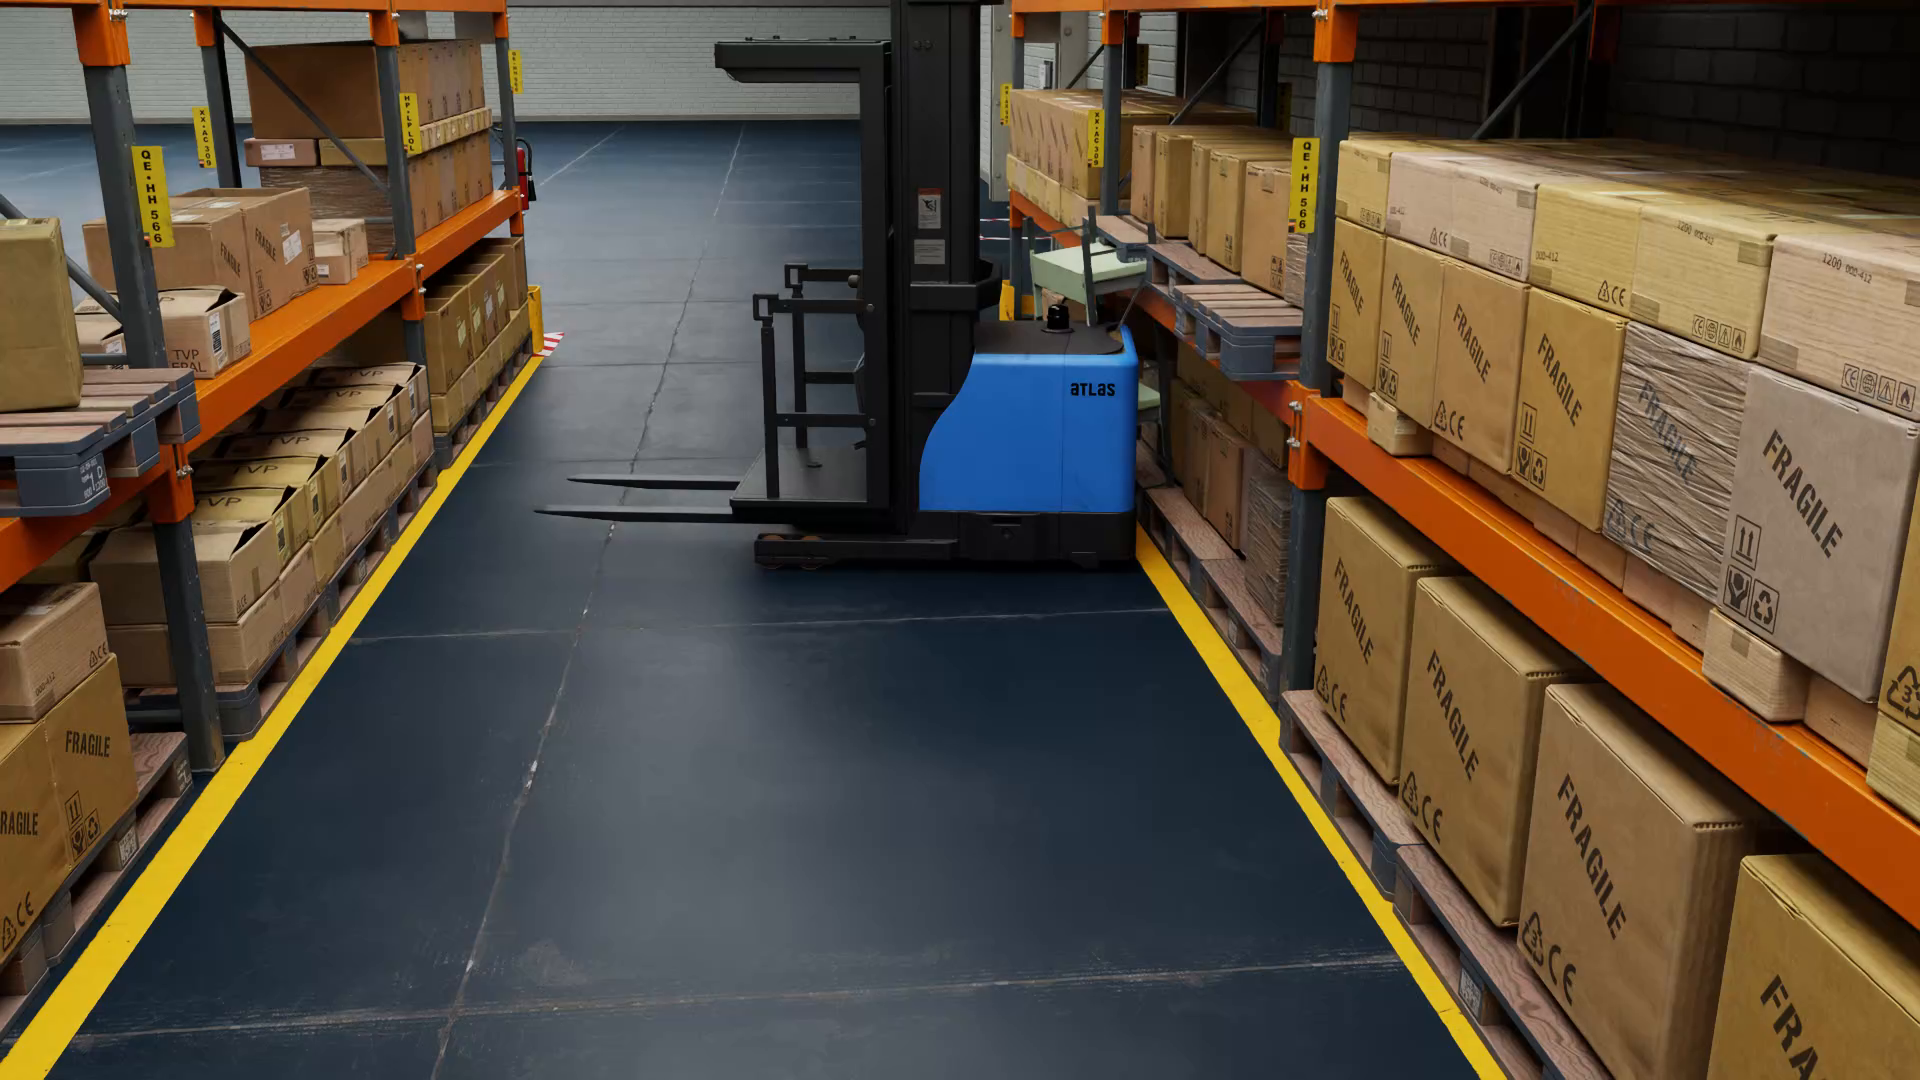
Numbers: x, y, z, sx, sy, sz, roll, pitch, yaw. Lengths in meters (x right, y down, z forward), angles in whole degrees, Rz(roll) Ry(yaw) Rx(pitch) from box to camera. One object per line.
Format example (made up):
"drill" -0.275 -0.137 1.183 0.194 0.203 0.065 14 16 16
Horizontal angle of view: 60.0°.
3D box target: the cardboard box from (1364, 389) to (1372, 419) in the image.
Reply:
"cardboard box" 1.564 -0.452 5.495 0.380 0.149 0.250 -2 17 -5

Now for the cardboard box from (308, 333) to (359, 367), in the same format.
"cardboard box" -3.901 -1.307 10.471 0.500 0.500 0.500 -2 18 -6

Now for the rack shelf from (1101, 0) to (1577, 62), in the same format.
"rack shelf" 1.537 -2.427 7.592 1.077 0.370 4.000 -2 18 -6

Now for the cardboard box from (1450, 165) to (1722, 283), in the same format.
"cardboard box" 1.645 -0.848 4.420 0.500 0.250 0.500 -2 18 -5

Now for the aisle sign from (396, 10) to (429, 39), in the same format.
"aisle sign" -4.320 -4.223 12.779 0.394 0.787 0.004 -2 18 -6

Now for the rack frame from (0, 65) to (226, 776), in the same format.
"rack frame" -3.183 -0.589 5.544 1.000 3.000 0.127 -2 18 -6

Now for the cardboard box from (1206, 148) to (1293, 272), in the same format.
"cardboard box" 1.534 -1.511 7.580 0.700 0.500 0.500 -2 18 -6

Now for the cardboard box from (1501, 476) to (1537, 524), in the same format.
"cardboard box" 1.707 -0.145 4.516 0.380 0.149 0.250 -2 17 -5

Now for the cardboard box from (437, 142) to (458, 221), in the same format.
"cardboard box" -3.811 -2.419 11.208 0.700 0.500 0.500 -1 17 -4

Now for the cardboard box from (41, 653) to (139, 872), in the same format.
"cardboard box" -2.853 0.665 4.988 0.500 0.500 0.500 -1 17 -3

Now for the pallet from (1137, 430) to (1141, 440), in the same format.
"pallet" 1.226 -0.803 10.883 1.003 0.211 1.213 -2 18 -6

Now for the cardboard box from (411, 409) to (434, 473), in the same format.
"cardboard box" -3.265 -0.554 9.324 0.500 0.250 0.500 -2 18 -6

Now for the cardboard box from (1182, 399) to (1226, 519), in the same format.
"cardboard box" 1.539 -0.427 8.469 0.700 0.500 0.500 -2 17 -5

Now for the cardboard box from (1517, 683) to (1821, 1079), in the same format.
"cardboard box" 1.865 0.820 3.946 0.750 0.750 0.750 -1 17 -4

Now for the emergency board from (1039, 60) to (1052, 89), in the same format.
"emergency board" 1.015 -5.469 21.091 0.194 1.169 0.643 -2 18 -6

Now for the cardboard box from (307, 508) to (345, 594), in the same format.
"cardboard box" -3.058 0.053 7.389 0.500 0.250 0.500 -2 18 -7

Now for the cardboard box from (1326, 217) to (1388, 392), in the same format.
"cardboard box" 1.539 -0.789 5.486 0.500 0.500 0.500 -1 17 -4

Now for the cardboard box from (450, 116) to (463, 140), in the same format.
"cardboard box" -3.645 -2.836 11.452 0.380 0.149 0.250 -1 17 -4

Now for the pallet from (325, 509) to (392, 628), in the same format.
"pallet" -3.352 0.133 7.902 1.003 0.211 1.213 -2 18 -6

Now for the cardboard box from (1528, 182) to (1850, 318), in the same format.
"cardboard box" 1.704 -0.696 3.936 0.500 0.250 0.500 -2 18 -7

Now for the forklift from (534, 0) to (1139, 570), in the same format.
"forklift" -0.625 -1.408 8.269 3.031 2.935 1.130 1 17 3

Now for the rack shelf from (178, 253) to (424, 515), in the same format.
"rack shelf" -3.390 -0.841 7.550 1.077 0.370 4.000 -2 18 -6

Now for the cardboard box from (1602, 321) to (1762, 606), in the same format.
"cardboard box" 1.752 -0.182 3.551 0.500 0.500 0.500 -2 18 -6

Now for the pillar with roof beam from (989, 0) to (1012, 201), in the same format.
"pillar with roof beam" -3.669 -9.249 23.114 9.100 9.000 0.400 -2 18 -6

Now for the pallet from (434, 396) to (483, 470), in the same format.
"pallet" -3.636 -0.688 10.517 1.003 0.211 1.213 -2 18 -6

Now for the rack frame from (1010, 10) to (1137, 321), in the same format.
"rack frame" 0.918 -3.126 13.627 1.000 3.000 0.127 -2 18 -6

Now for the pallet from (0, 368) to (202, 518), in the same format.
"pallet" -3.044 -0.297 4.937 1.213 0.211 1.003 -2 18 -6

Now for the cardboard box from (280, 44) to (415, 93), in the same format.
"cardboard box" -3.701 -2.730 10.031 0.700 0.500 0.500 -2 18 -6

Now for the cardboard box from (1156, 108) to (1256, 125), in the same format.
"cardboard box" 1.490 -2.377 10.205 0.500 0.500 0.500 -2 18 -7

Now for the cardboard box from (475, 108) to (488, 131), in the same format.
"cardboard box" -3.751 -3.143 12.432 0.380 0.149 0.250 -1 17 -4

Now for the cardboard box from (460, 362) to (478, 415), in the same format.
"cardboard box" -3.389 -0.965 10.634 0.500 0.250 0.500 -2 18 -6

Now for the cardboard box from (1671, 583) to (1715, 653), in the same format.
"cardboard box" 1.763 0.163 3.538 0.380 0.149 0.250 -2 18 -6

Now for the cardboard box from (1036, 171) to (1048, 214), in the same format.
"cardboard box" 0.817 -2.452 11.697 0.500 0.250 0.500 -2 18 -5

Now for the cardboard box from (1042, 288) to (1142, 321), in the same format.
"cardboard box" 0.985 -1.545 12.028 0.700 0.500 0.500 -3 18 -9

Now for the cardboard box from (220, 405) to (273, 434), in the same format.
"cardboard box" -3.700 -0.502 8.222 0.500 0.311 0.500 -2 18 -7

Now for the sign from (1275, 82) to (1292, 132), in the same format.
"sign" 1.883 -2.505 9.716 0.100 0.325 0.005 -2 18 -6

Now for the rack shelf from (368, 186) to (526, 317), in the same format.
"rack shelf" -3.802 -2.033 11.346 1.077 0.370 4.000 -2 18 -6

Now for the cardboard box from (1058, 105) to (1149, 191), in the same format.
"cardboard box" 0.917 -2.510 10.630 0.500 0.500 0.500 -2 18 -6

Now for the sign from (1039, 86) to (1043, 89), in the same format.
"sign" 1.052 -5.906 21.536 0.001 0.109 0.331 -2 18 -6

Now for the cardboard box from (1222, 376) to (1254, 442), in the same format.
"cardboard box" 1.563 -0.656 7.944 0.500 0.250 0.500 -2 18 -6

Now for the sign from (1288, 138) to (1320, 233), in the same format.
"sign" 1.205 -1.238 5.811 0.100 0.325 0.005 -2 18 -6

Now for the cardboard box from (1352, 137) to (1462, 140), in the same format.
"cardboard box" 1.678 -1.412 6.182 0.380 0.149 0.250 -4 18 -13

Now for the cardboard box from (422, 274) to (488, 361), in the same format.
"cardboard box" -3.436 -1.472 10.997 0.500 0.500 0.500 -2 18 -6

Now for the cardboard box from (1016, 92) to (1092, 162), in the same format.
"cardboard box" 0.710 -3.123 12.582 0.500 0.500 0.500 -2 18 -5

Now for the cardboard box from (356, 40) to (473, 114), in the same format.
"cardboard box" -3.908 -3.327 11.934 0.700 0.500 0.500 -2 18 -7

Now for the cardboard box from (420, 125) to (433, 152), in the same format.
"cardboard box" -3.538 -2.528 10.471 0.380 0.149 0.250 -2 18 -7

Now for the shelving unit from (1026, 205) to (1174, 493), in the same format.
"shelving unit" 0.754 -0.972 8.930 0.431 1.500 0.755 -13 22 -16

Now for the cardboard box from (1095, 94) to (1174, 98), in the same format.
"cardboard box" 1.278 -2.984 12.139 0.500 0.500 0.500 -2 18 -7

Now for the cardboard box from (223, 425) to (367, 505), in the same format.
"cardboard box" -3.112 -0.371 7.805 0.500 0.311 0.500 -2 18 -6

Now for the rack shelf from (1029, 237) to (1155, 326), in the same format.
"rack shelf" 0.709 -1.335 8.792 0.431 0.370 0.720 -13 22 -16

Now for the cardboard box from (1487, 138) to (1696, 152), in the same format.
"cardboard box" 2.048 -1.173 5.455 0.500 0.250 0.500 -1 17 -4

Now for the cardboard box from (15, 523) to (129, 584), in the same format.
"cardboard box" -3.482 0.107 6.282 0.500 0.311 0.500 -1 17 -4

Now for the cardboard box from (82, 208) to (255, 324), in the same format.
"cardboard box" -3.373 -1.136 7.120 0.500 0.500 0.500 -3 18 -9

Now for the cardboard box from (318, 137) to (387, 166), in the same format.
"cardboard box" -3.431 -2.224 9.502 0.380 0.149 0.250 -2 18 -6

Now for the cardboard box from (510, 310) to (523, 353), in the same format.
"cardboard box" -3.596 -1.561 12.532 0.500 0.250 0.500 -2 18 -6

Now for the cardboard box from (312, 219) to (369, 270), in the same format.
"cardboard box" -3.502 -1.563 8.900 0.500 0.250 0.500 -1 17 -2
